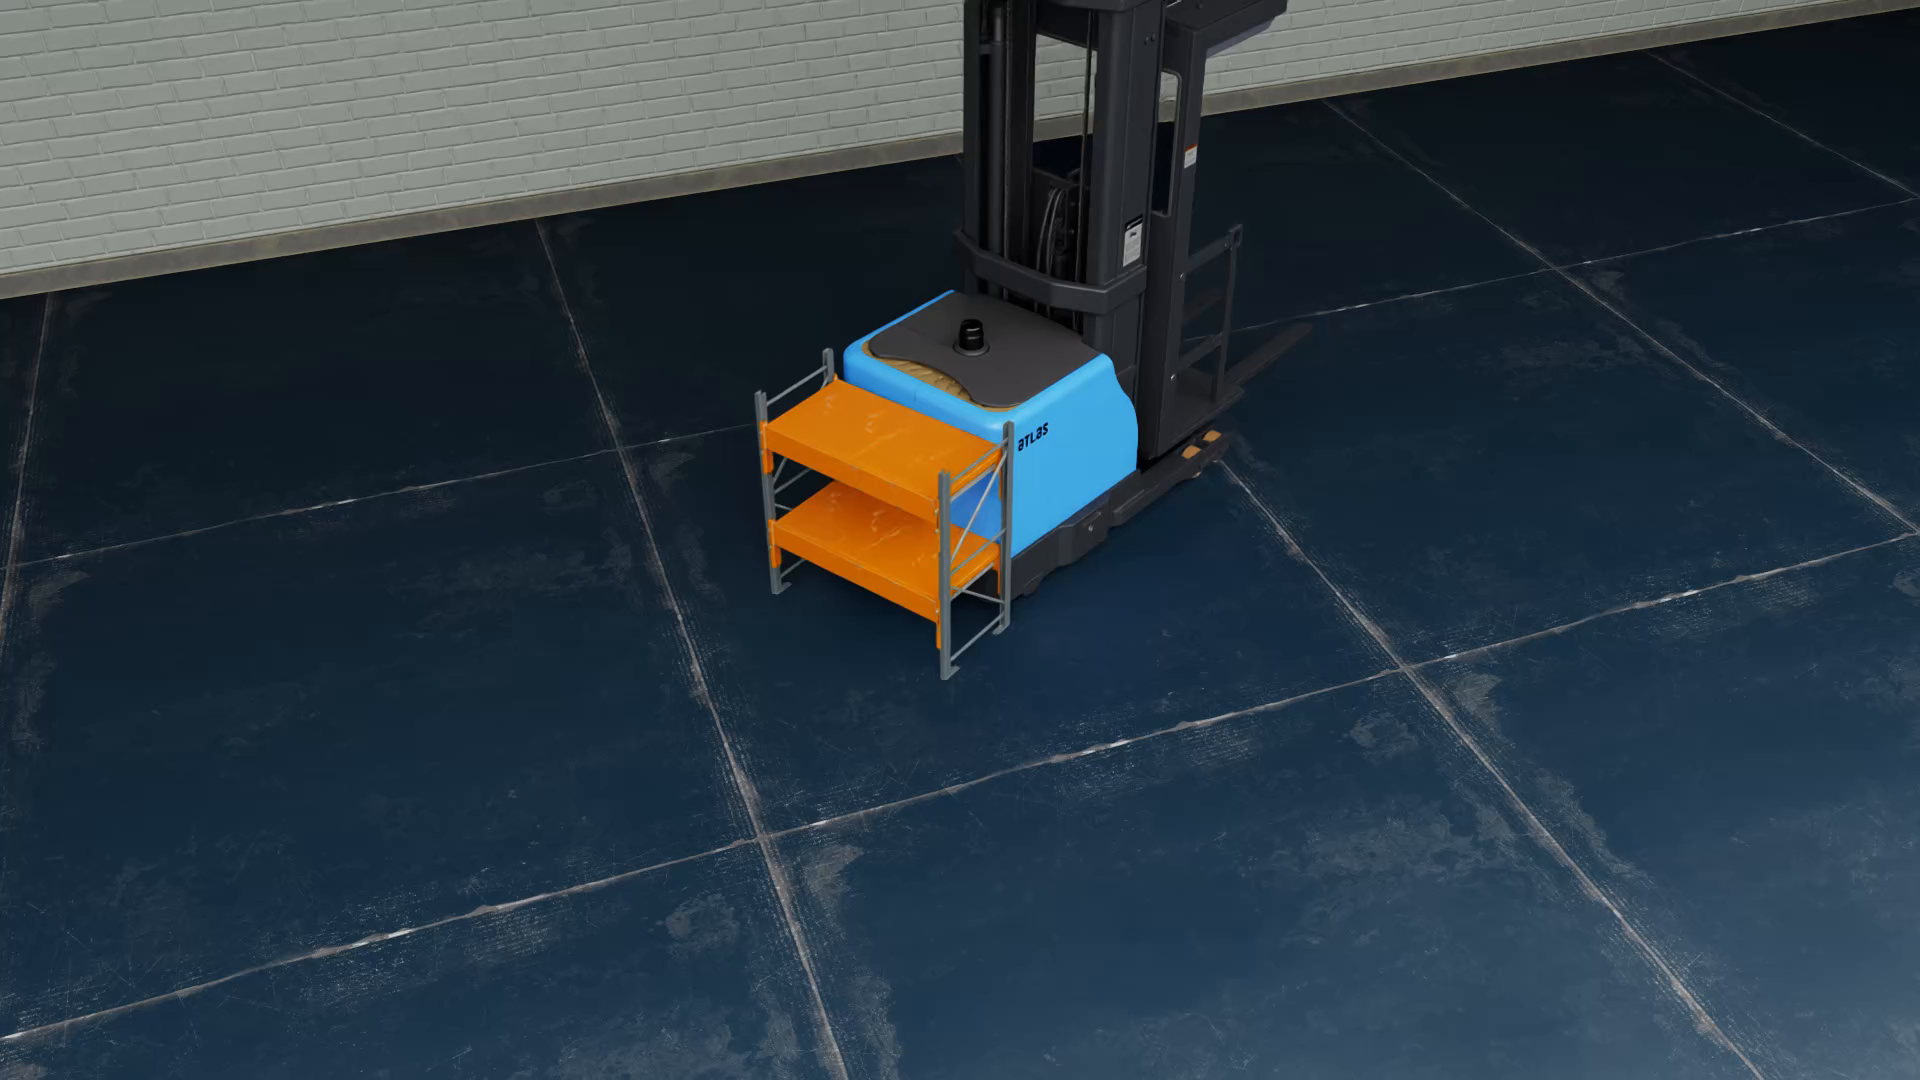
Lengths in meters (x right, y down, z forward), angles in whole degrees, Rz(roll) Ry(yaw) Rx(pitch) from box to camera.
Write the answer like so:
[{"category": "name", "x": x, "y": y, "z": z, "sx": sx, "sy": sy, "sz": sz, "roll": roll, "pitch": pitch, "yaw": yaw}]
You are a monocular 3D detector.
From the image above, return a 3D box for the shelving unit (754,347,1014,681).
[{"category": "shelving unit", "x": -0.335, "y": -0.123, "z": 7.539, "sx": 1.048, "sy": 1.125, "sz": 0.538, "roll": 24, "pitch": 43, "yaw": 29}]

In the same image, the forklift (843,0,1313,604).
[{"category": "forklift", "x": 0.787, "y": -1.680, "z": 8.104, "sx": 1.130, "sy": 2.935, "sz": 3.031, "roll": 28, "pitch": 45, "yaw": 32}]

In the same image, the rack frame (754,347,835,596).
[{"category": "rack frame", "x": -0.741, "y": -0.307, "z": 7.783, "sx": 0.032, "sy": 1.125, "sz": 0.500, "roll": 24, "pitch": 43, "yaw": 29}]

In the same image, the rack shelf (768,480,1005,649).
[{"category": "rack shelf", "x": -0.335, "y": 0.072, "z": 7.687, "sx": 1.000, "sy": 0.278, "sz": 0.538, "roll": 24, "pitch": 43, "yaw": 29}]

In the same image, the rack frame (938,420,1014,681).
[{"category": "rack frame", "x": 0.071, "y": 0.060, "z": 7.295, "sx": 0.032, "sy": 1.125, "sz": 0.500, "roll": 24, "pitch": 43, "yaw": 29}]

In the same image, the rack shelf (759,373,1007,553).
[{"category": "rack shelf", "x": -0.335, "y": -0.357, "z": 7.363, "sx": 1.000, "sy": 0.278, "sz": 0.538, "roll": 24, "pitch": 43, "yaw": 29}]
